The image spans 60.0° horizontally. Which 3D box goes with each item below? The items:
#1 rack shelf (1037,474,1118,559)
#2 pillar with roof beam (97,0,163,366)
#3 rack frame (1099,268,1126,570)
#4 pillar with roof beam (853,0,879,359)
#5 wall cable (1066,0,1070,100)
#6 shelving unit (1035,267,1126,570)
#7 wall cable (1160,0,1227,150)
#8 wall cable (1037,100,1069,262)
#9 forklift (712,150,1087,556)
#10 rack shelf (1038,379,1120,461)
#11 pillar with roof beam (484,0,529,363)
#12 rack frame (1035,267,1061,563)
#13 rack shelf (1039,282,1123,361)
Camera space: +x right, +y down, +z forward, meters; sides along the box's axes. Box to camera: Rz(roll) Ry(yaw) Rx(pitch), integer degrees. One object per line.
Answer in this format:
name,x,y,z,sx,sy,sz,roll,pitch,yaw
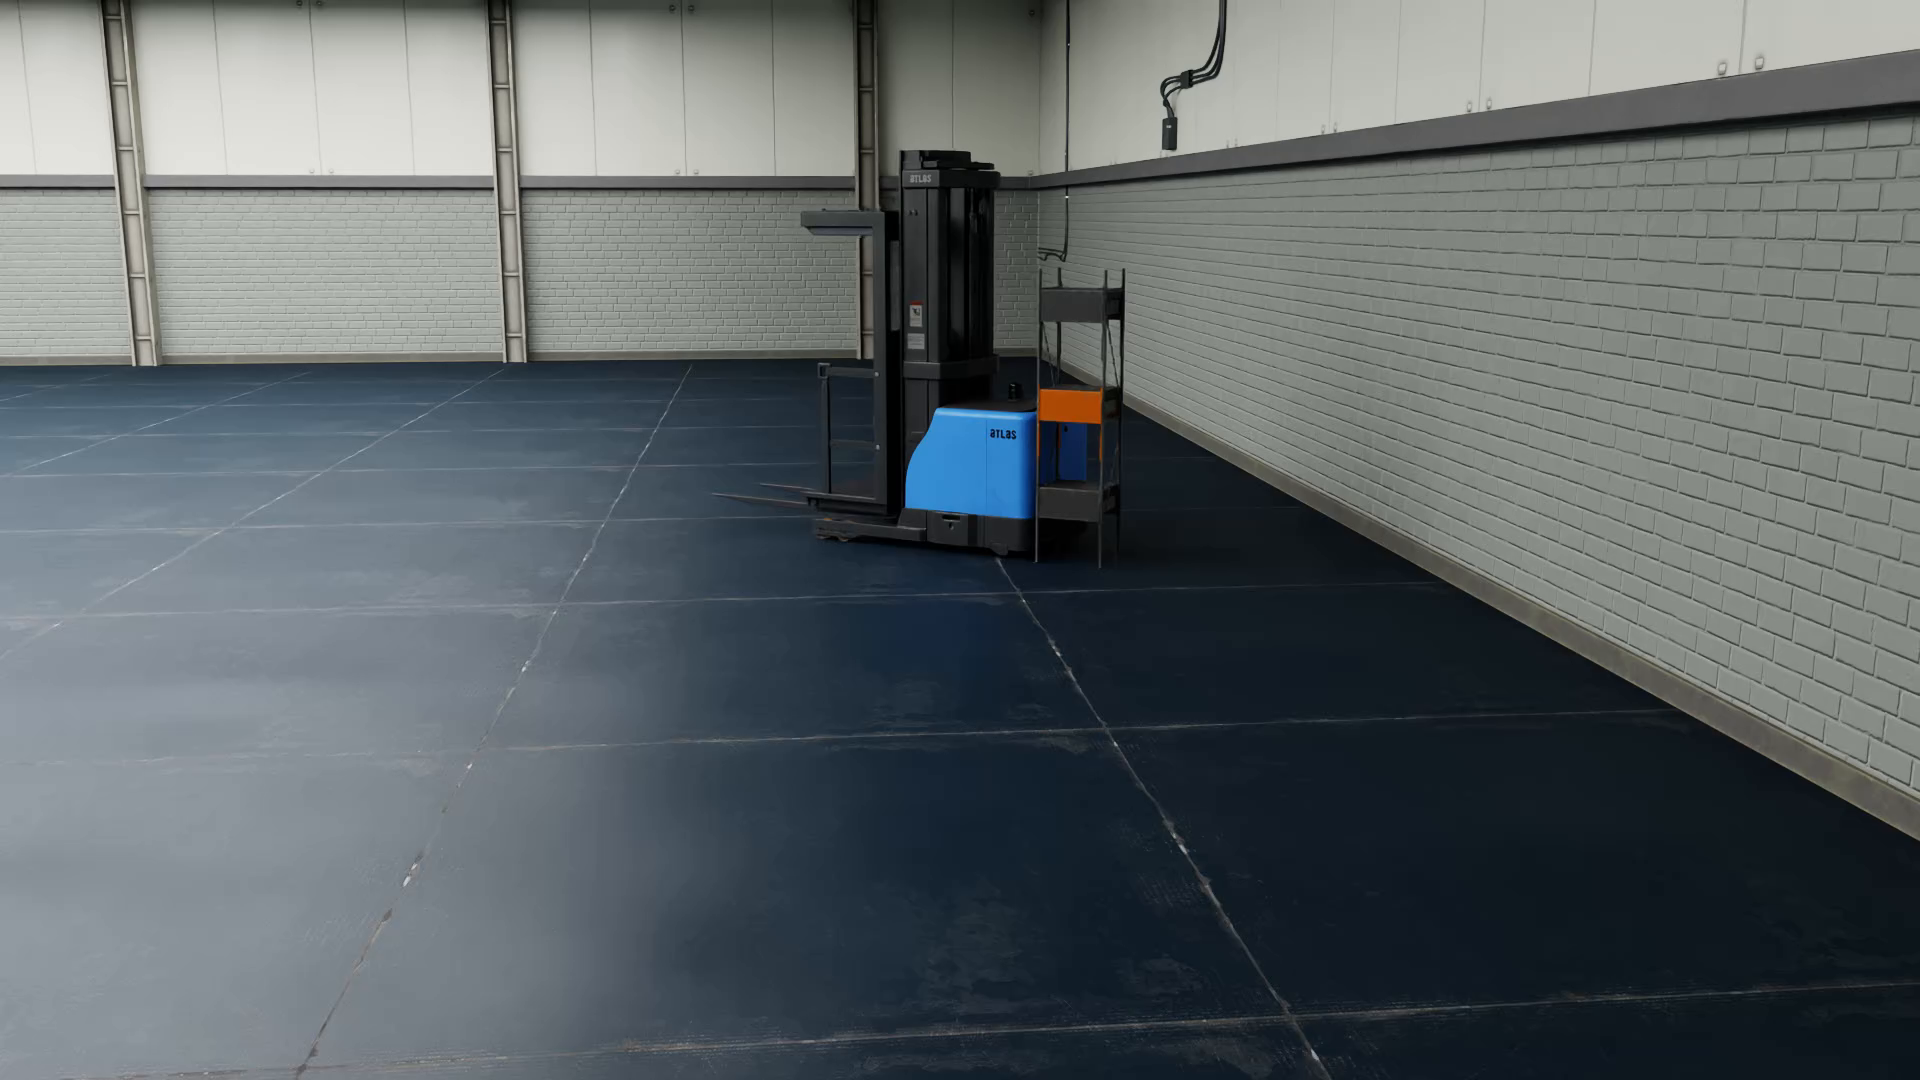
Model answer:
rack shelf,0.858,-0.176,12.019,0.480,0.518,0.431,5,12,25
pillar with roof beam,-13.054,-6.503,22.619,0.400,9.000,9.100,-1,11,-6
rack frame,1.079,-0.856,11.779,0.015,2.100,0.400,5,12,25
pillar with roof beam,-1.124,-6.753,23.890,0.400,9.000,9.100,-1,11,-6
wall cable,1.774,-7.822,24.285,0.112,2.526,3.097,-1,11,-6
shelving unit,0.858,-0.876,11.881,0.503,2.100,0.431,5,12,25
wall cable,2.492,-7.234,17.521,0.169,6.003,2.305,-1,11,-6
wall cable,1.482,-5.863,27.411,0.112,2.526,3.097,-1,11,-6
forklift,-0.553,-1.506,12.933,3.031,2.935,1.130,6,13,29
rack shelf,0.858,-0.863,11.884,0.480,0.518,0.431,5,12,25
pillar with roof beam,-7.089,-6.628,23.254,0.400,9.000,9.100,-1,11,-6
rack frame,0.638,-0.896,11.984,0.015,2.100,0.400,5,12,25
rack shelf,0.858,-1.550,11.749,0.480,0.518,0.431,5,12,25
